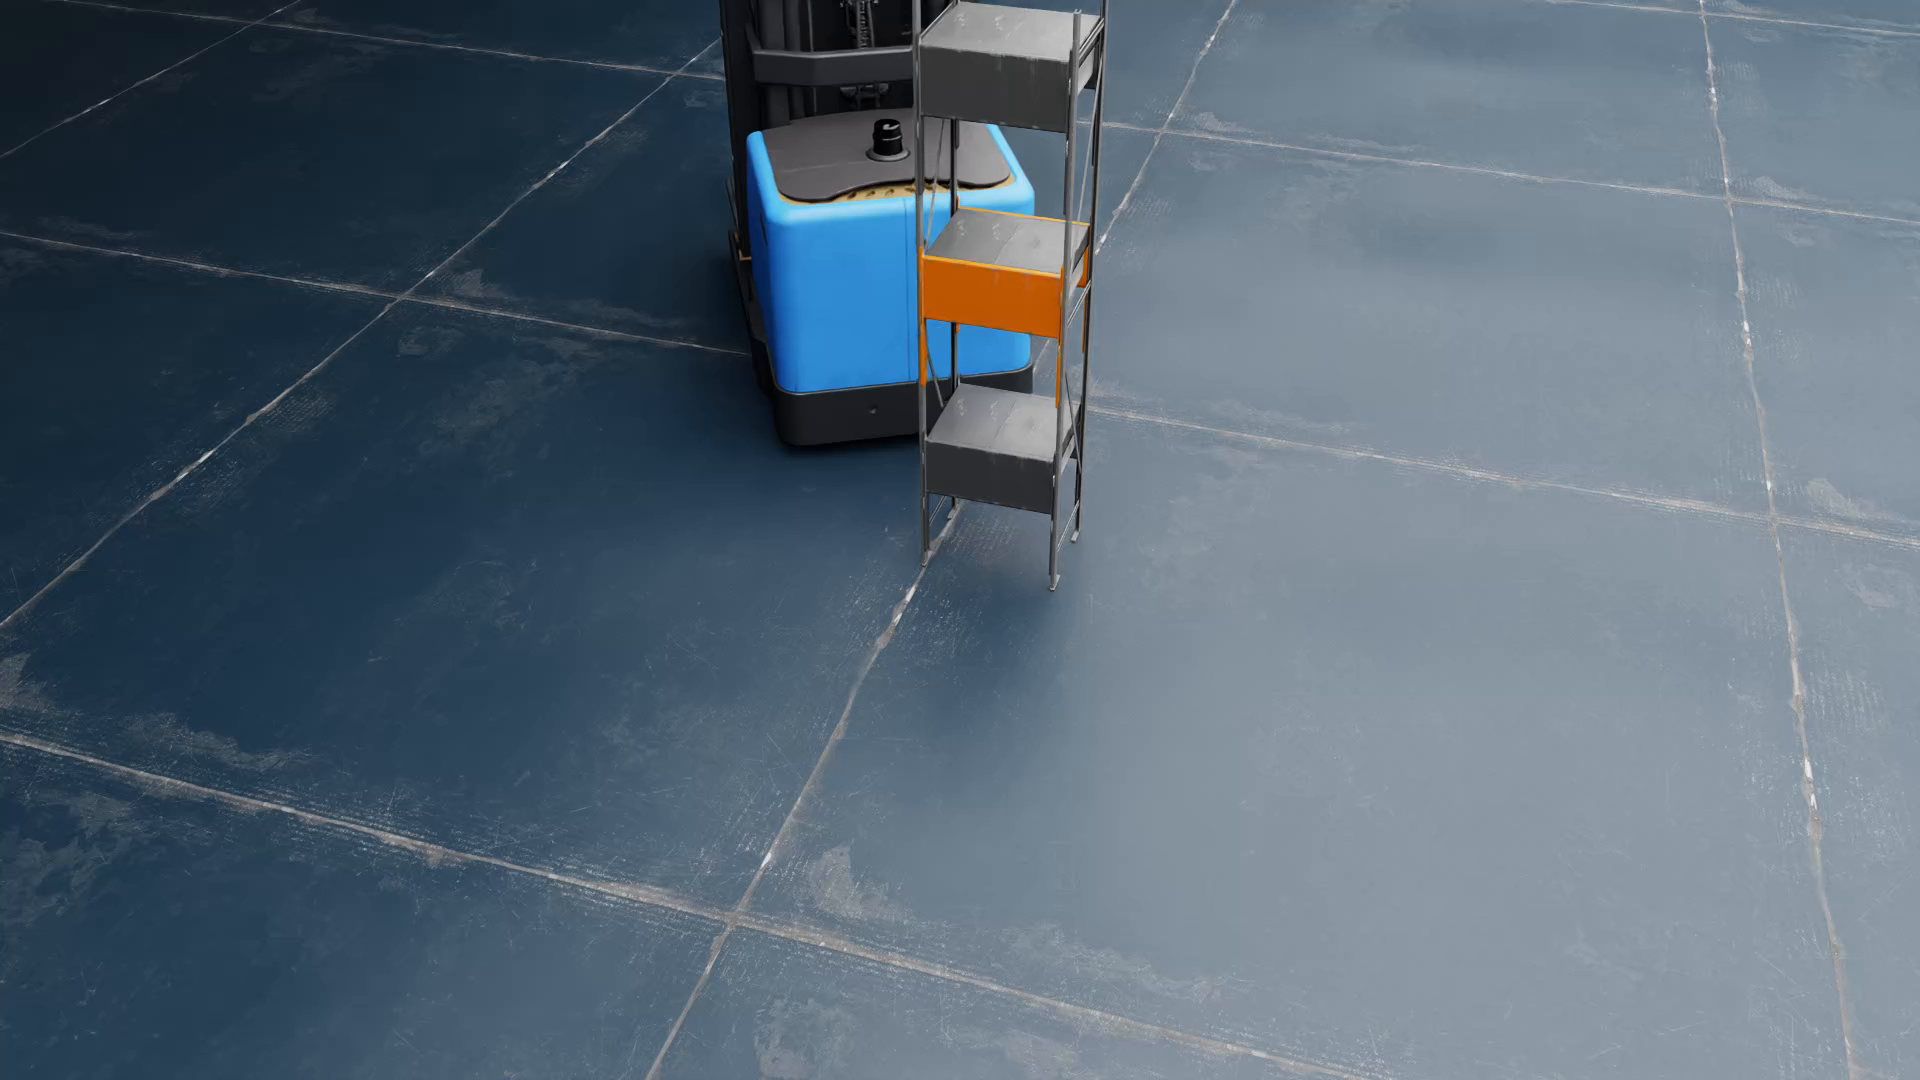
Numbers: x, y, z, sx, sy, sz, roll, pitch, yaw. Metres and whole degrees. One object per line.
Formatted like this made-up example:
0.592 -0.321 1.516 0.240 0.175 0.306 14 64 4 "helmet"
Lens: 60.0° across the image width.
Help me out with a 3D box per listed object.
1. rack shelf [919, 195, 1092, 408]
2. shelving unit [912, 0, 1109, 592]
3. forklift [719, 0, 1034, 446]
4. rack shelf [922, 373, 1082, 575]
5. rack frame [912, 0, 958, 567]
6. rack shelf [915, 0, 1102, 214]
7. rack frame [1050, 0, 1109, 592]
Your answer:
0.158 -0.805 5.596 0.480 0.518 0.431 10 38 14 "rack shelf"
0.158 -0.816 5.588 0.503 2.100 0.431 10 38 14 "shelving unit"
-0.503 -2.428 7.076 1.130 2.935 3.031 -7 37 -9 "forklift"
0.158 -0.242 6.011 0.480 0.518 0.431 10 38 14 "rack shelf"
-0.075 -0.860 5.646 0.015 2.100 0.400 10 38 14 "rack frame"
0.158 -1.369 5.181 0.480 0.518 0.431 10 38 14 "rack shelf"
0.391 -0.773 5.529 0.015 2.100 0.400 10 38 14 "rack frame"
